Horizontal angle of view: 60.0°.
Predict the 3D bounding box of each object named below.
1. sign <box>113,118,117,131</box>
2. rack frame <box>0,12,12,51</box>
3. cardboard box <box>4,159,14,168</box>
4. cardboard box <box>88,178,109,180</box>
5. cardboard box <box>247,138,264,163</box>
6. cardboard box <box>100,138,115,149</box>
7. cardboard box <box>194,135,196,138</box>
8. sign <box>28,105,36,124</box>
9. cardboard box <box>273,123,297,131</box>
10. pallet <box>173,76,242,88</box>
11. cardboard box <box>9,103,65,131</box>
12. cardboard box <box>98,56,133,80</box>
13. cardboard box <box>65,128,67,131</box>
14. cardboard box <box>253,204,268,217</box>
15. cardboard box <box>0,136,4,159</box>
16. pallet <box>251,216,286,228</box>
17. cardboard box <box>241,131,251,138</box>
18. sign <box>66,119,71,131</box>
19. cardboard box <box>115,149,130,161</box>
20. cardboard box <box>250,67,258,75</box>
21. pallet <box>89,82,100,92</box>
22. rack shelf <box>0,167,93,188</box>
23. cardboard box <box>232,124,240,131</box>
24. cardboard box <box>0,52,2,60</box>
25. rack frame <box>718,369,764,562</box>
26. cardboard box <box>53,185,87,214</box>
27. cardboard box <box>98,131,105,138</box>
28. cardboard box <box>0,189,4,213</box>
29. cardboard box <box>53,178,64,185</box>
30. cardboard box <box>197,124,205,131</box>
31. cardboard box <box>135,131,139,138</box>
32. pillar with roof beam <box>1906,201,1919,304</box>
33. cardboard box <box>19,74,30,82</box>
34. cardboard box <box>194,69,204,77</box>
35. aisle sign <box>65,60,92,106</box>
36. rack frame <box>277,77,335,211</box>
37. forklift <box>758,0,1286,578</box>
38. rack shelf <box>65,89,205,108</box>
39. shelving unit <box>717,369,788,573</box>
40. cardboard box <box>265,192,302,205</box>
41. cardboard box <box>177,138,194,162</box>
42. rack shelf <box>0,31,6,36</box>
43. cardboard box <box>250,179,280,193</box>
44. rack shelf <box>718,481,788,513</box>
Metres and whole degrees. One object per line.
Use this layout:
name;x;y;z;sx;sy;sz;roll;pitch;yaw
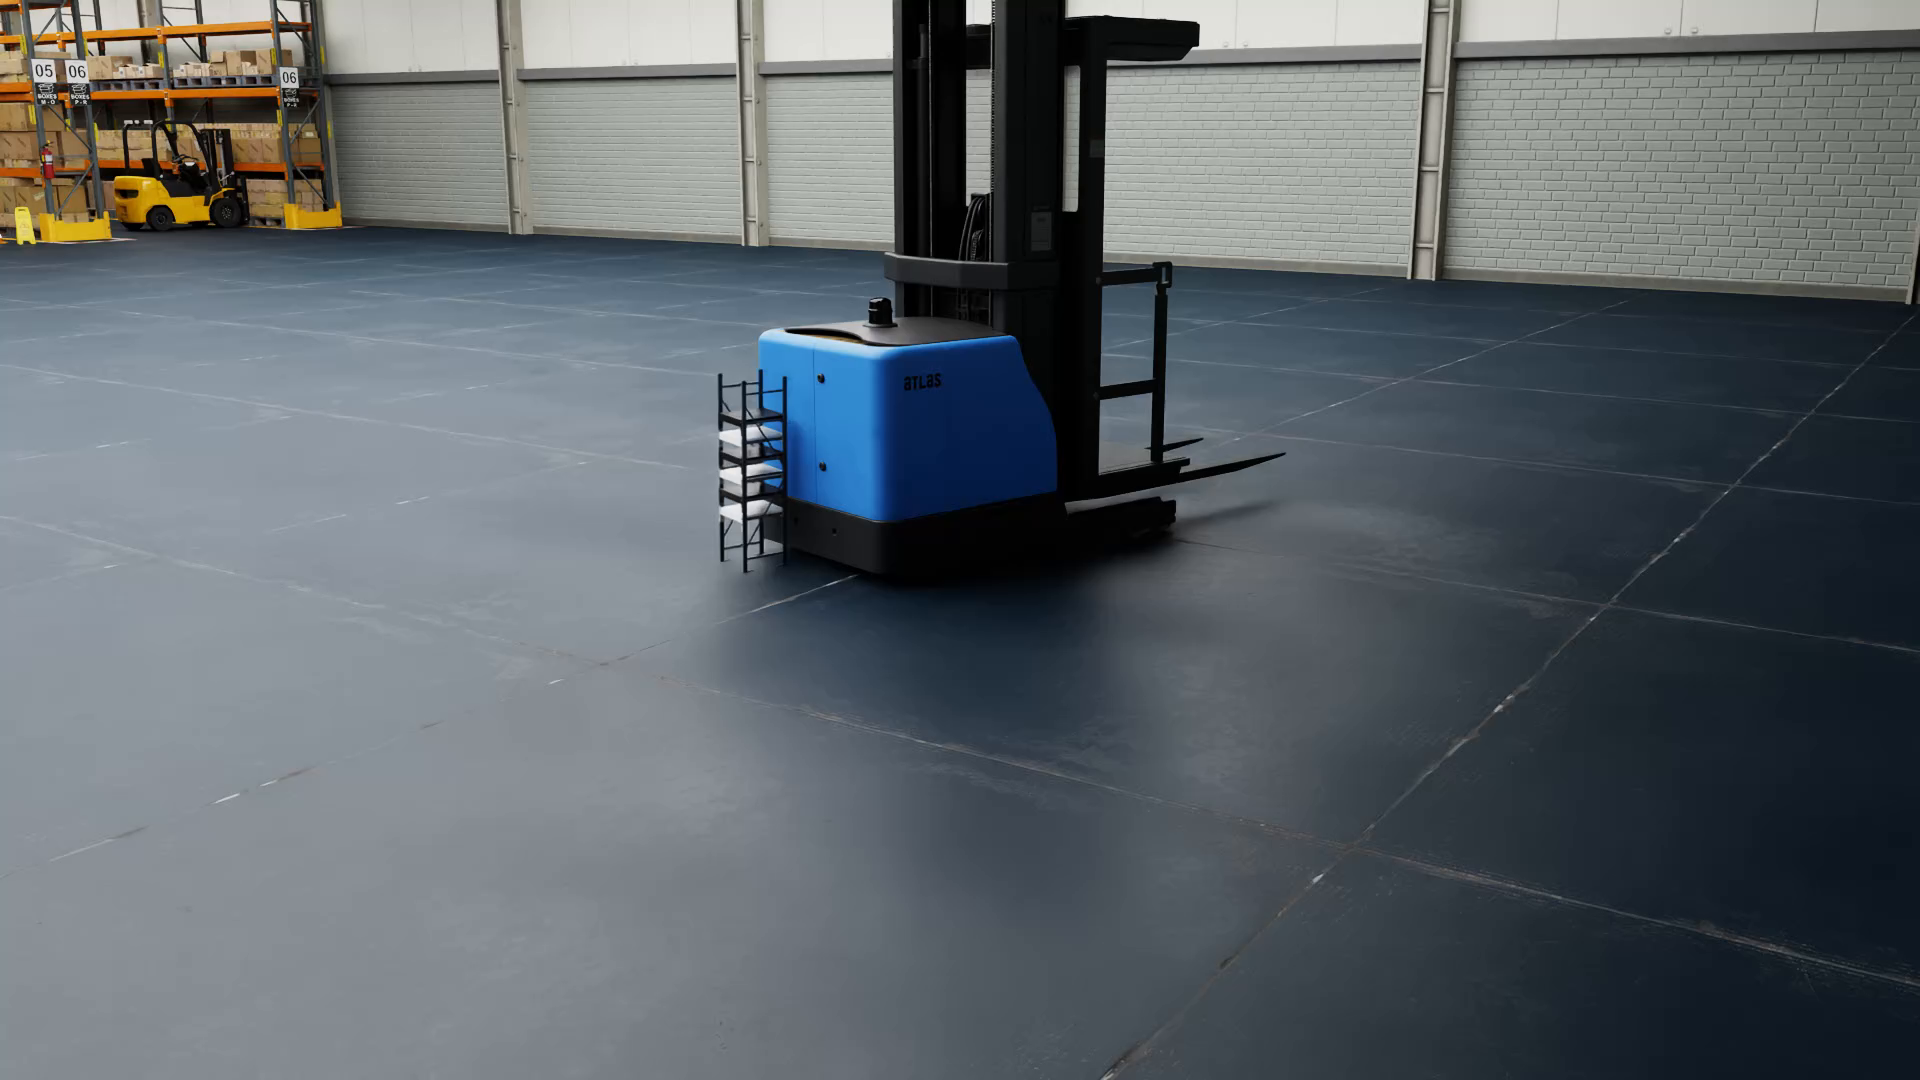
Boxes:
sign;-19.806;-9.725;38.956;0.005;0.325;0.100;9;17;33
rack frame;-23.433;-12.500;40.092;0.127;3.000;1.000;9;17;33
cardboard box;-17.376;-6.953;30.692;0.250;0.149;0.380;10;17;34
cardboard box;-20.372;-8.489;39.352;0.250;0.149;0.380;10;17;36
cardboard box;-14.455;-8.112;34.644;0.500;0.500;0.500;10;17;35
cardboard box;-19.043;-8.972;37.597;0.500;0.250;0.500;9;16;31
cardboard box;-16.229;-8.720;35.747;0.250;0.149;0.380;9;17;33
sign;-16.569;-7.596;29.699;0.005;0.325;0.100;9;17;33
cardboard box;-13.890;-8.493;34.211;0.250;0.149;0.380;9;17;33
pallet;-16.072;-9.819;35.688;1.213;0.211;1.003;9;17;33
cardboard box;-16.788;-7.692;30.245;0.500;0.500;0.700;9;16;31
cardboard box;-18.804;-10.526;37.071;0.500;0.500;0.500;10;17;34
cardboard box;-21.571;-9.488;39.319;0.637;0.503;0.797;9;16;32
cardboard box;-14.449;-6.916;34.869;0.500;0.250;0.500;9;17;33
cardboard box;-17.673;-7.335;30.885;0.500;0.500;0.500;9;17;33
pallet;-14.133;-6.719;35.028;1.213;0.211;1.003;9;17;33
cardboard box;-14.776;-8.470;34.739;0.250;0.149;0.380;9;16;31
sign;-20.408;-9.466;38.074;0.005;0.325;0.100;9;17;33
cardboard box;-18.606;-8.665;37.395;0.500;0.250;0.500;10;17;35
cardboard box;-14.332;-9.616;34.124;0.250;0.149;0.380;9;16;31
pallet;-19.500;-10.343;38.013;1.003;0.211;1.213;10;17;35
rack shelf;-17.902;-6.908;31.482;4.000;0.370;1.077;9;17;33
cardboard box;-15.005;-8.644;34.821;0.250;0.149;0.380;10;17;34
cardboard box;-17.284;-8.813;30.304;0.250;0.149;0.380;9;17;33
rack frame;-1.026;-0.345;7.804;0.240;0.900;0.006;-11;21;-38
cardboard box;-16.777;-6.388;31.174;0.500;0.500;0.500;9;16;31
cardboard box;-19.340;-9.216;37.753;0.250;0.149;0.380;9;17;33
cardboard box;-17.903;-6.415;31.285;0.500;0.500;0.500;9;16;32
cardboard box;-21.102;-8.447;39.183;0.250;0.149;0.380;9;16;31
cardboard box;-16.055;-8.817;35.520;0.250;0.149;0.380;10;17;34
cardboard box;-18.074;-9.011;36.924;0.250;0.149;0.380;9;16;31
pillar with roof beam;8.941;-6.282;14.974;0.400;9.000;9.100;9;17;33
cardboard box;-16.695;-8.315;29.950;0.250;0.149;0.380;9;17;33
cardboard box;-15.954;-9.878;35.182;0.250;0.149;0.380;10;17;34
aisle sign;-16.018;-8.304;30.216;0.004;0.787;0.394;9;17;33
rack frame;-13.475;-7.979;34.312;0.127;3.000;1.000;9;17;33
forklift;0.475;-1.521;8.369;3.031;2.935;1.130;-12;18;-39
rack shelf;-18.454;-9.890;37.289;4.000;0.370;1.077;9;17;33
shelving unit;-0.962;-0.321;7.728;0.258;0.900;0.210;-11;21;-38
cardboard box;-14.054;-7.093;34.544;0.500;0.250;0.500;9;16;32
cardboard box;-16.572;-8.452;36.016;0.500;0.500;0.500;9;16;31
rack shelf;-25.092;-12.418;41.262;4.000;0.370;1.077;9;17;33
cardboard box;-14.458;-7.400;34.742;0.500;0.250;0.500;10;17;34
rack shelf;-0.966;-0.203;7.763;0.258;0.077;0.200;-11;21;-38
